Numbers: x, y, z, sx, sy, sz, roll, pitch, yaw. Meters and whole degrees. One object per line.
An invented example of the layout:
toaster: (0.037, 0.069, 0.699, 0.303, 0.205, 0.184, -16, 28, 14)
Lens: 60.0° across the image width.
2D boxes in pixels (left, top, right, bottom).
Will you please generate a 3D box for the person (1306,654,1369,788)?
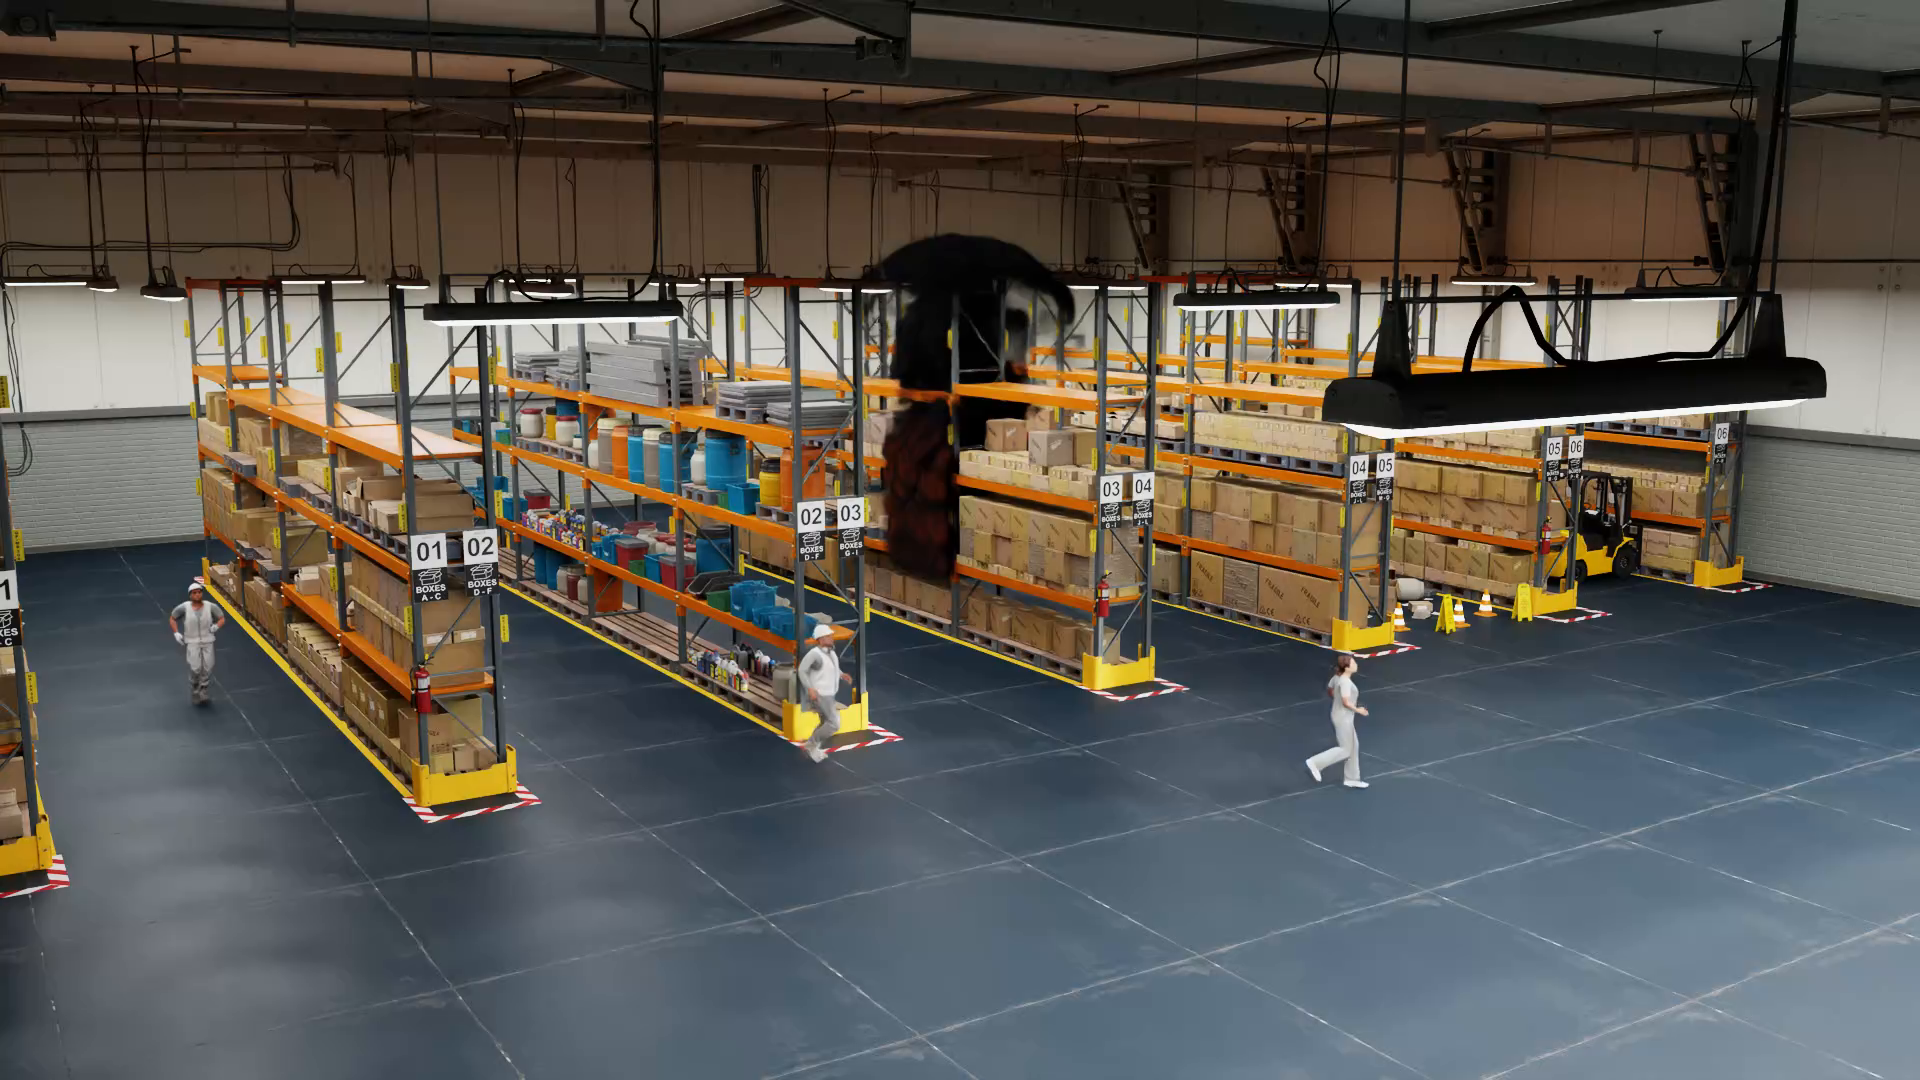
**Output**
person: (4.571, 2.193, 20.104, 0.808, 1.661, 0.557, 0, 10, -2)

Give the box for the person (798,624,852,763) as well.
person: (-1.686, 1.927, 21.022, 0.626, 1.735, 0.662, 3, 10, 20)

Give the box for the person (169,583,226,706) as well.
person: (-10.865, 1.489, 23.793, 0.719, 1.767, 0.590, -6, 11, -32)
